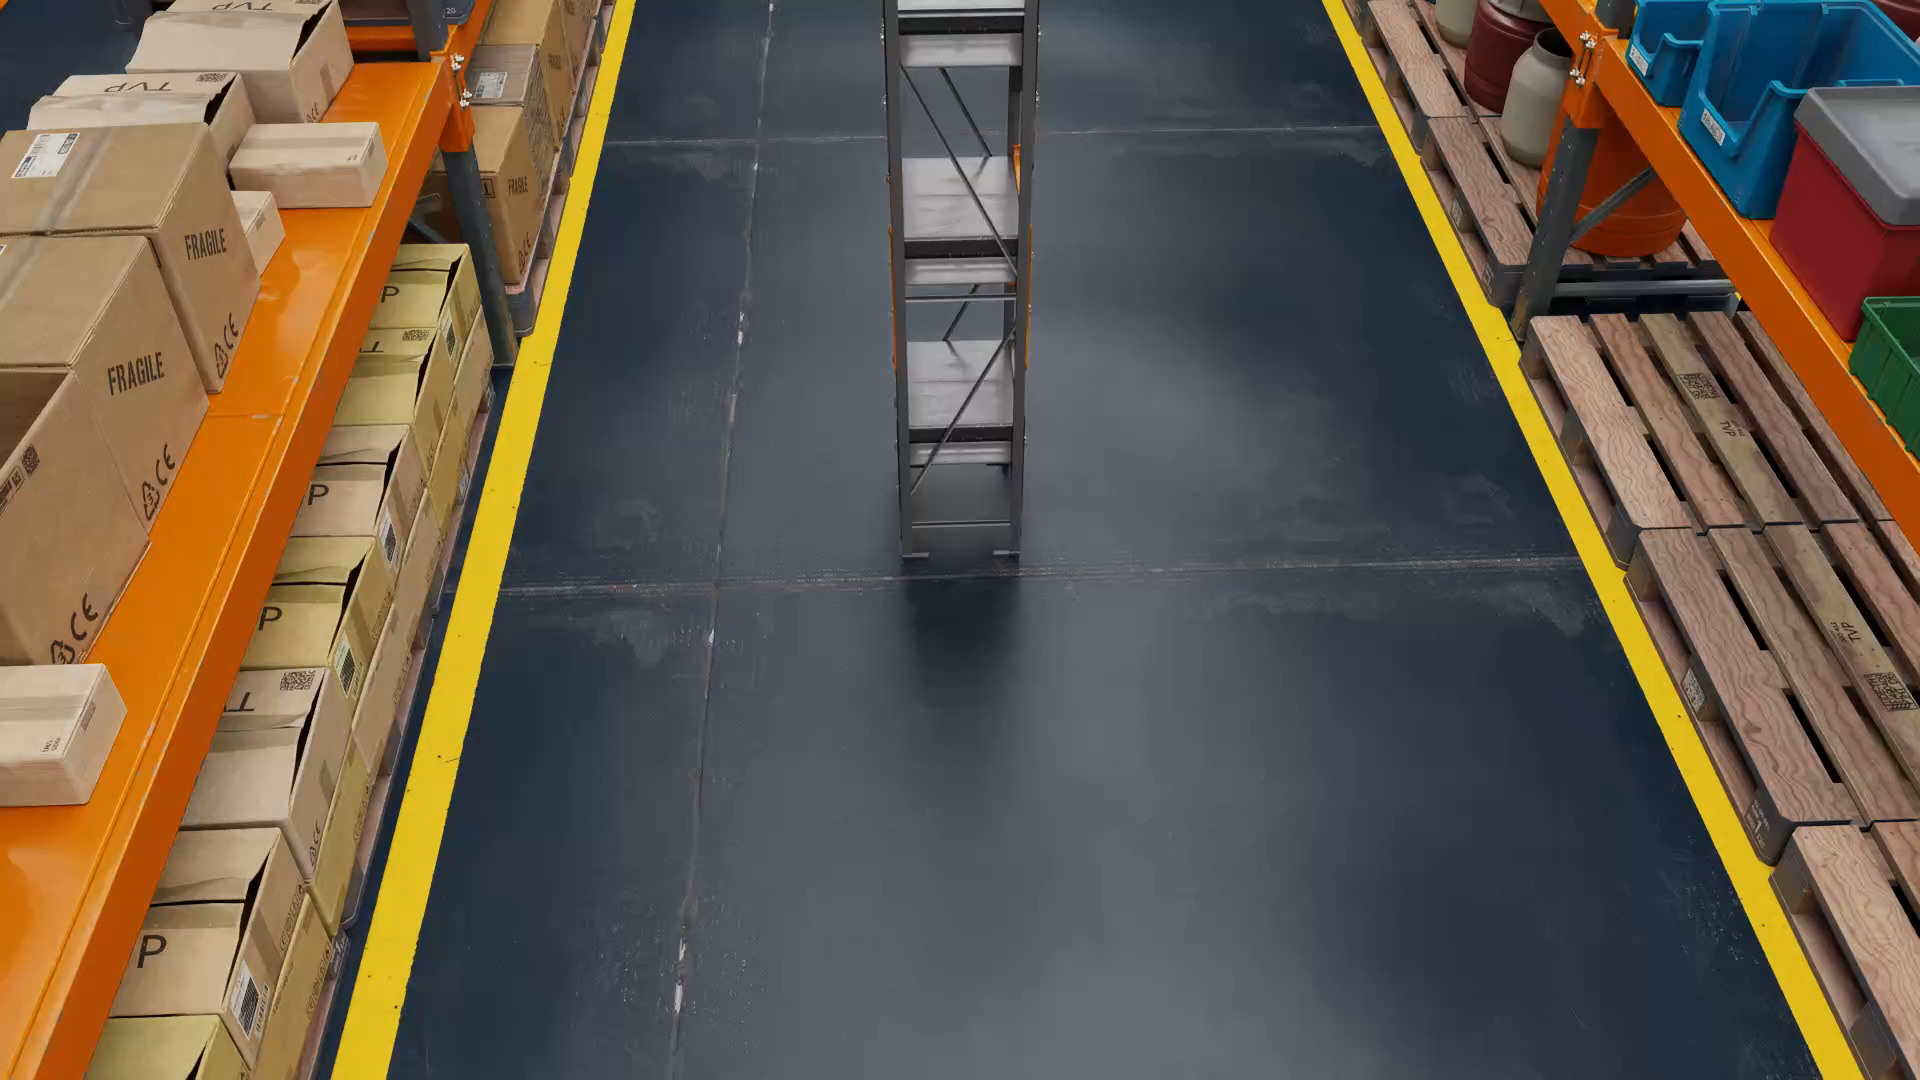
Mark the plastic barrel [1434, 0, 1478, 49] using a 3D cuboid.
[{"bbox_3d":[2.511,-2.649,7.951,0.421,0.512,0.421,0,43,0],"label":"plastic barrel"}]

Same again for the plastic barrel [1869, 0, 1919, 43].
[{"bbox_3d":[3.033,-1.686,5.269,0.600,0.536,0.708,-2,43,-2],"label":"plastic barrel"}]

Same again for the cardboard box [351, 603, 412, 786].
[{"bbox_3d":[-1.904,0.440,4.774,0.500,0.250,0.500,-1,43,-1],"label":"cardboard box"}]

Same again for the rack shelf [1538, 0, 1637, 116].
[{"bbox_3d":[2.626,-3.026,7.364,1.077,0.370,4.000,-2,43,-2],"label":"rack shelf"}]

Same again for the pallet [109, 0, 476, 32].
[{"bbox_3d":[-2.337,-2.186,6.057,1.213,0.211,1.003,-2,43,-2],"label":"pallet"}]

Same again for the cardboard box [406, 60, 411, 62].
[{"bbox_3d":[-2.513,-1.667,6.873,0.500,0.500,0.500,0,43,0],"label":"cardboard box"}]

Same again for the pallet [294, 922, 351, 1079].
[{"bbox_3d":[-2.139,1.431,4.033,1.003,0.211,1.213,-2,43,-2],"label":"pallet"}]

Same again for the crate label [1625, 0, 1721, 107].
[{"bbox_3d":[2.354,-1.584,5.382,0.303,0.233,0.416,-2,43,-2],"label":"crate label"}]

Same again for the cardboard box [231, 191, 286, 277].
[{"bbox_3d":[-2.128,-0.849,4.643,0.380,0.149,0.250,1,43,1],"label":"cardboard box"}]

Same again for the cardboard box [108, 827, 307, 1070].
[{"bbox_3d":[-1.853,0.927,3.828,0.500,0.311,0.500,-2,43,-2],"label":"cardboard box"}]

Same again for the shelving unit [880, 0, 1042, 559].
[{"bbox_3d":[-0.007,-0.886,5.162,0.431,2.100,0.503,-2,43,-2],"label":"shelving unit"}]

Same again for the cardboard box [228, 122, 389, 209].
[{"bbox_3d":[-1.924,-1.109,4.926,0.380,0.149,0.250,-2,43,-2],"label":"cardboard box"}]

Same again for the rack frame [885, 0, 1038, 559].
[{"bbox_3d":[0.003,-0.721,4.983,0.400,2.100,0.015,-2,43,-2],"label":"rack frame"}]

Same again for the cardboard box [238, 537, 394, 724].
[{"bbox_3d":[-1.904,0.227,4.591,0.500,0.311,0.500,-1,43,-1],"label":"cardboard box"}]

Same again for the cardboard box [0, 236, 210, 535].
[{"bbox_3d":[-2.129,-0.350,3.838,0.500,0.500,0.500,-2,43,-2],"label":"cardboard box"}]

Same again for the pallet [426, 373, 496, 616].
[{"bbox_3d":[-2.243,-0.216,5.830,1.003,0.211,1.213,-2,43,-2],"label":"pallet"}]

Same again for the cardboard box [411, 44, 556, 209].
[{"bbox_3d":[-2.000,-1.711,6.921,0.500,0.500,0.500,-3,43,-3],"label":"cardboard box"}]

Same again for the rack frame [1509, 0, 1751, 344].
[{"bbox_3d":[2.710,-1.941,5.648,1.000,3.000,0.127,-2,43,-2],"label":"rack frame"}]

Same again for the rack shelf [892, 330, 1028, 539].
[{"bbox_3d":[-0.007,-0.360,5.645,0.431,0.518,0.480,-2,43,-2],"label":"rack shelf"}]

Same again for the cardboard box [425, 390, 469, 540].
[{"bbox_3d":[-1.947,-0.246,5.523,0.500,0.250,0.500,-2,43,-2],"label":"cardboard box"}]

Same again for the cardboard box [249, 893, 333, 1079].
[{"bbox_3d":[-1.859,1.133,4.018,0.500,0.250,0.500,-1,43,-1],"label":"cardboard box"}]

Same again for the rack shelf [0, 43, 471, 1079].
[{"bbox_3d":[-2.154,-0.186,4.265,1.077,0.370,4.000,-2,43,-2],"label":"rack shelf"}]

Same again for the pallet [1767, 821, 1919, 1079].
[{"bbox_3d":[2.808,1.258,4.221,1.003,0.211,1.213,-2,43,-2],"label":"pallet"}]

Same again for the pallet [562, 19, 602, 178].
[{"bbox_3d":[-2.281,-2.100,7.885,1.003,0.211,1.213,-2,43,-2],"label":"pallet"}]

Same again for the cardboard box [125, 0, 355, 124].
[{"bbox_3d":[-2.267,-1.522,5.256,0.500,0.311,0.500,1,43,1],"label":"cardboard box"}]

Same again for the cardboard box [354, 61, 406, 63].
[{"bbox_3d":[-2.519,-1.981,6.661,0.500,0.250,0.500,0,43,0],"label":"cardboard box"}]

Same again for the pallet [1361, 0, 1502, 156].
[{"bbox_3d":[2.587,-2.266,8.065,1.003,0.211,1.213,-2,43,-2],"label":"pallet"}]

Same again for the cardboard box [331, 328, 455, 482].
[{"bbox_3d":[-1.942,-0.452,5.332,0.500,0.311,0.500,-2,43,-2],"label":"cardboard box"}]

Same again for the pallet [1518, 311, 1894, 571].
[{"bbox_3d":[2.705,-0.389,6.018,1.003,0.211,1.213,-2,43,-2],"label":"pallet"}]

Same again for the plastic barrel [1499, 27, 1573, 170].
[{"bbox_3d":[2.559,-1.887,7.119,0.421,0.512,0.421,0,43,0],"label":"plastic barrel"}]

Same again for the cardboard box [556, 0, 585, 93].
[{"bbox_3d":[-2.044,-2.402,7.675,0.500,0.500,0.500,-3,43,-3],"label":"cardboard box"}]

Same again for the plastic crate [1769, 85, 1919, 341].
[{"bbox_3d":[2.473,-0.865,4.426,0.402,0.464,0.583,-2,43,-2],"label":"plastic crate"}]
